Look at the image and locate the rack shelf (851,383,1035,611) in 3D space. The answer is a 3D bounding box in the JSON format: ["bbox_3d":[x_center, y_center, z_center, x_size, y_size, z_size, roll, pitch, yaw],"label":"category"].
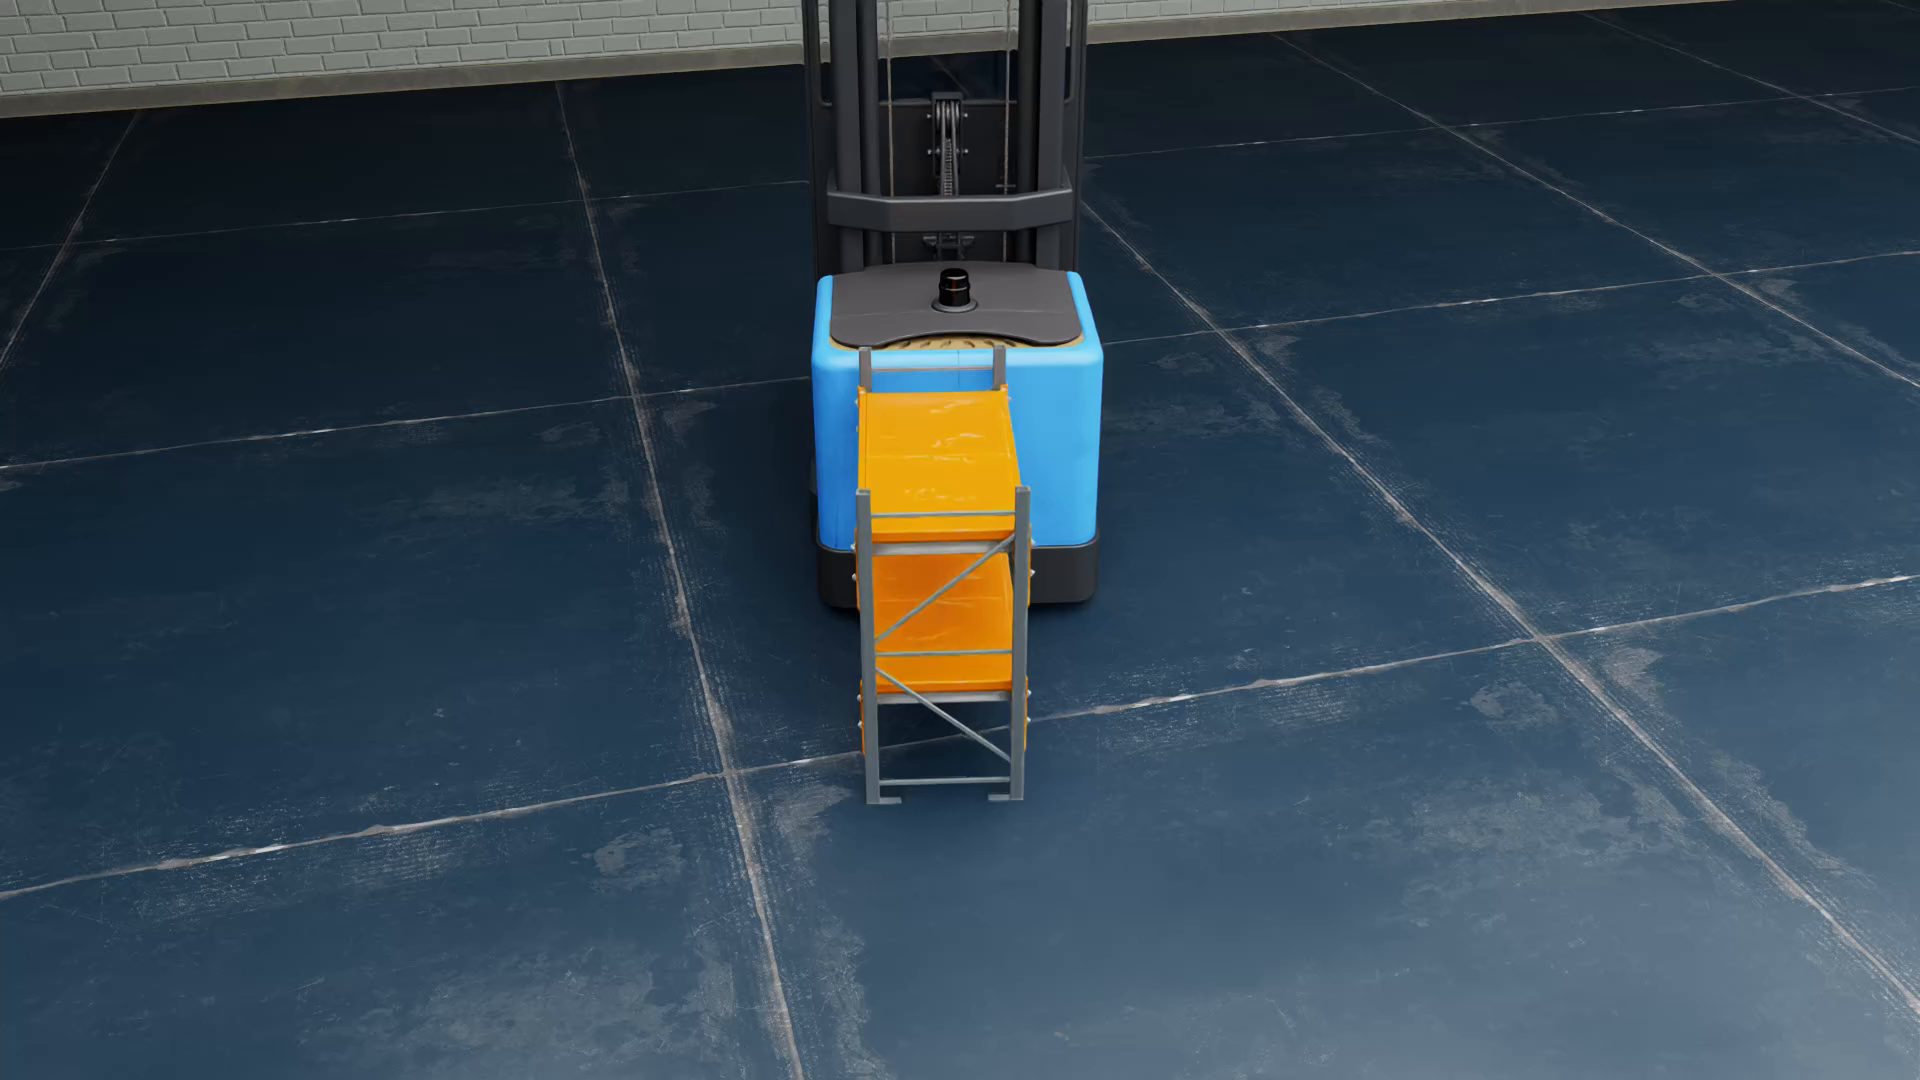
[{"bbox_3d":[-0.071,-0.163,5.324,0.538,0.278,1.000,-1,30,-2],"label":"rack shelf"}]

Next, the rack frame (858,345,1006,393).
[{"bbox_3d":[-0.093,-0.164,5.910,0.500,1.125,0.032,-1,30,-2],"label":"rack frame"}]

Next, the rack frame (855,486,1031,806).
[{"bbox_3d":[-0.048,0.345,5.031,0.500,1.125,0.032,-1,30,-2],"label":"rack frame"}]

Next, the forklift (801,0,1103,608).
[{"bbox_3d":[-0.070,-1.721,6.797,1.130,2.935,3.031,-1,30,-2],"label":"forklift"}]

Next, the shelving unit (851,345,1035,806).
[{"bbox_3d":[-0.071,0.090,5.471,0.538,1.125,1.048,-1,30,-2],"label":"shelving unit"}]

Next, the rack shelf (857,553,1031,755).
[{"bbox_3d":[-0.071,0.302,5.593,0.538,0.278,1.000,-1,30,-2],"label":"rack shelf"}]
